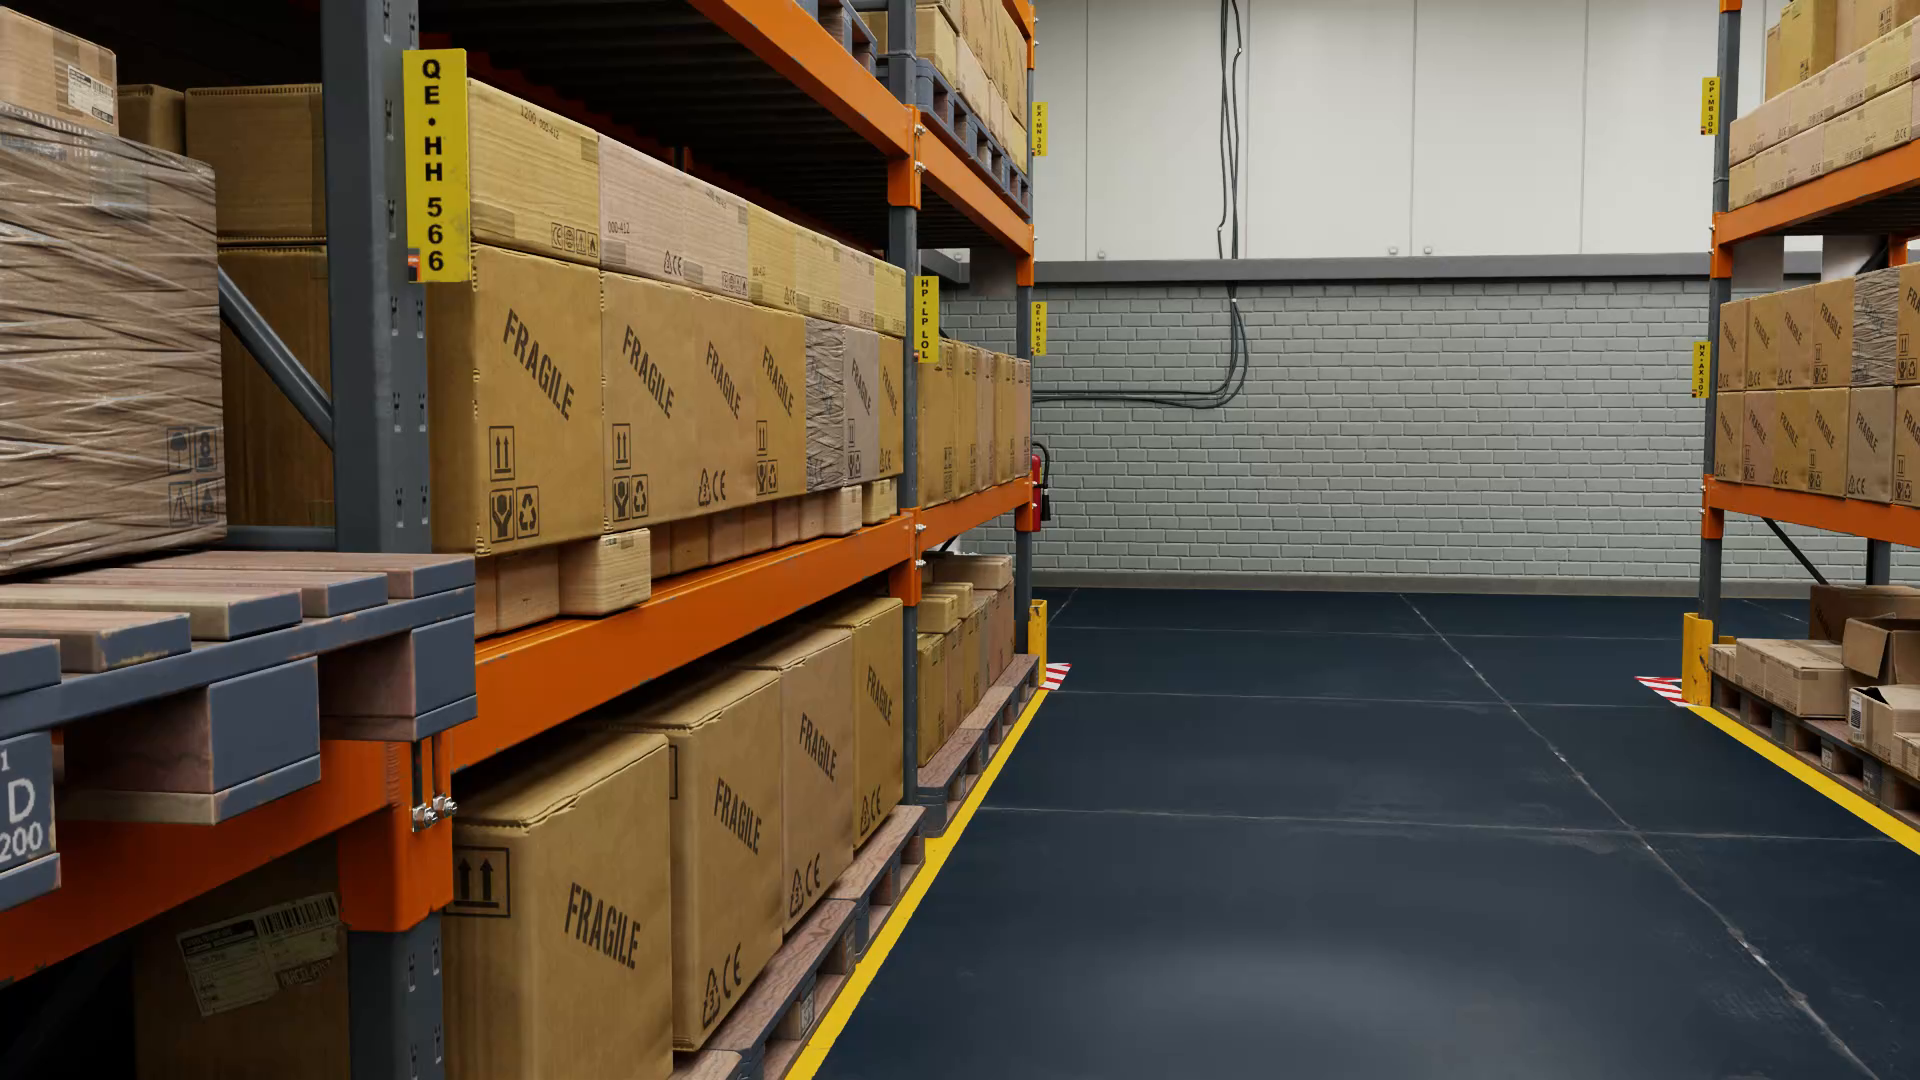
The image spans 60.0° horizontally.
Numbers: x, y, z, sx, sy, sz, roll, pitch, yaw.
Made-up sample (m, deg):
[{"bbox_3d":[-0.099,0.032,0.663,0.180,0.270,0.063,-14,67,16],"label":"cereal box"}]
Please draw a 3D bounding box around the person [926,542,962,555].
[{"bbox_3d":[-0.309,0.268,11.978,0.912,1.021,0.545,1,4,8],"label":"person"}]
